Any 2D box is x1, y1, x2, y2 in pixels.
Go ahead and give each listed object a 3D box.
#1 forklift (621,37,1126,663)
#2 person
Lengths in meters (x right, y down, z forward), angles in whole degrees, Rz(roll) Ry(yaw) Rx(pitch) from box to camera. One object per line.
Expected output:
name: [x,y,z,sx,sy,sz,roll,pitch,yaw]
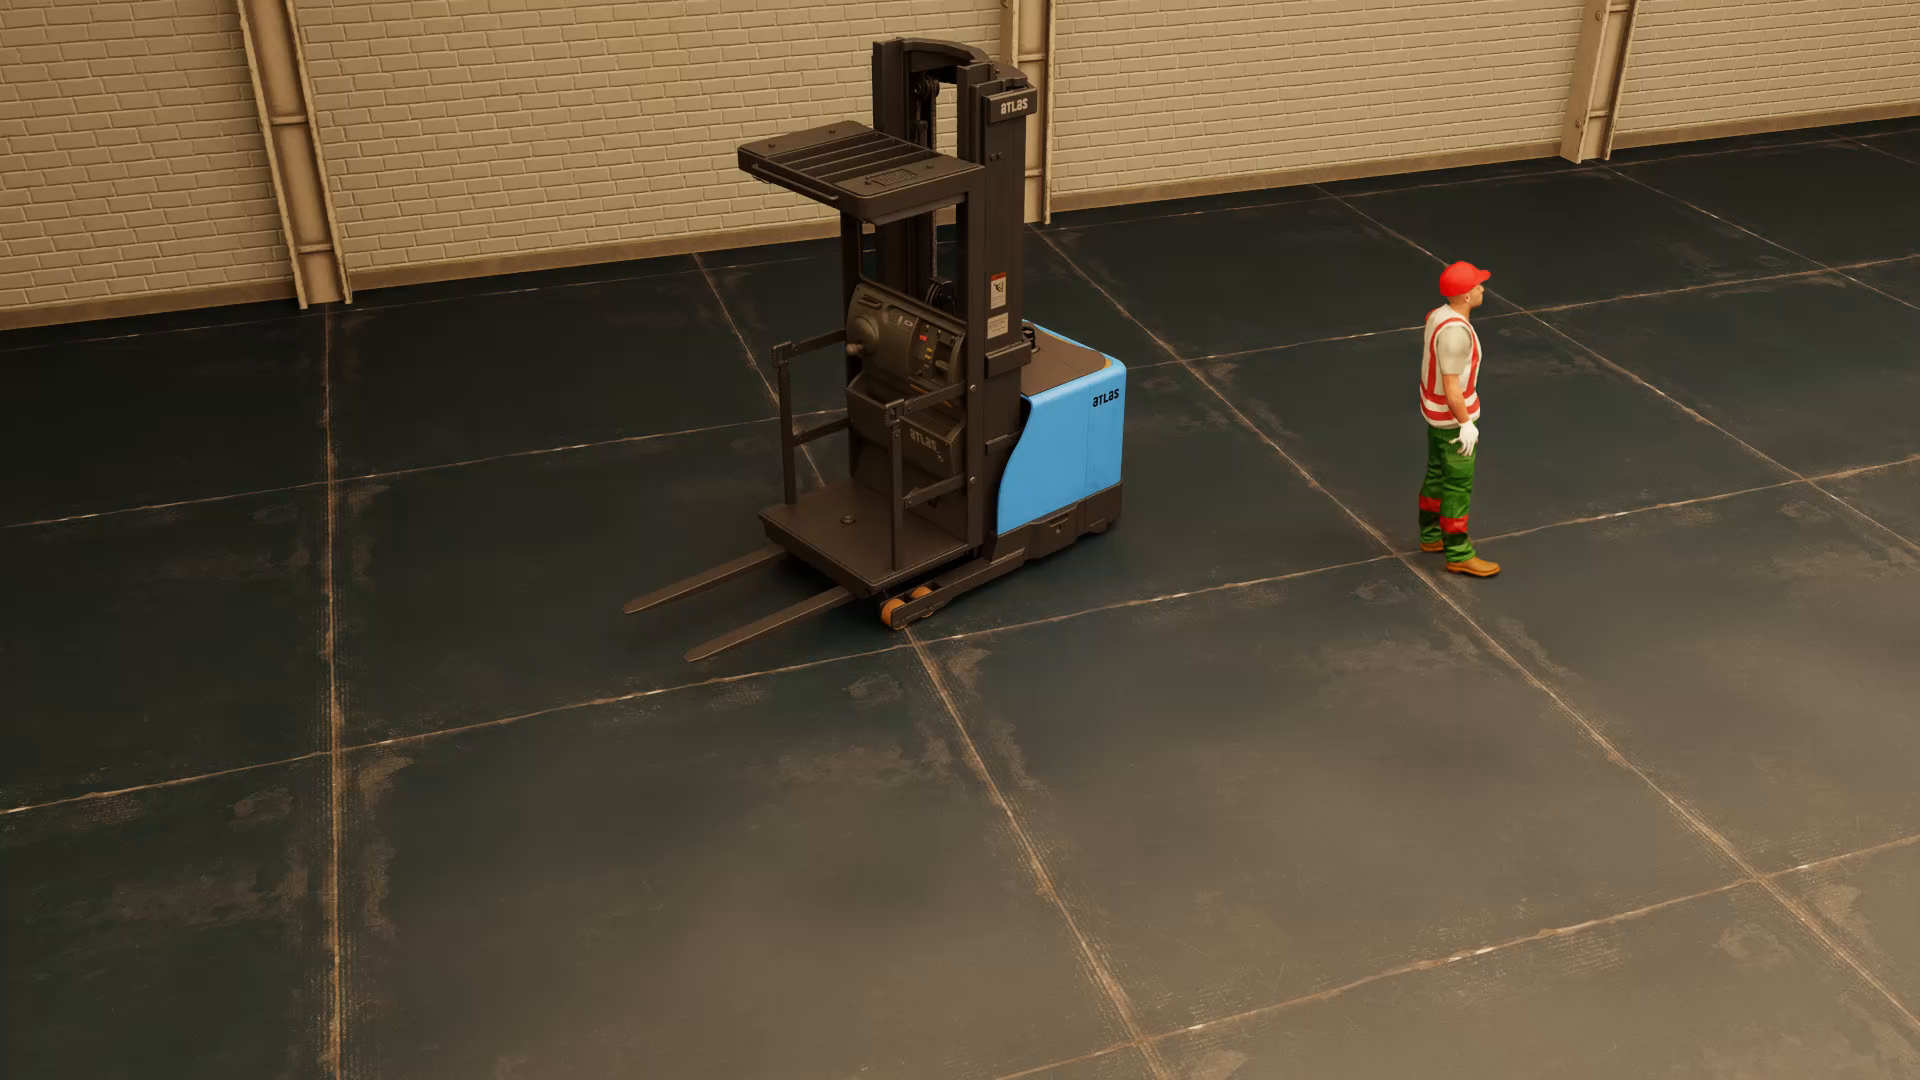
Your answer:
forklift: [-0.461,-1.072,8.951,3.031,2.935,1.130,-23,37,-34]
person: [2.870,-0.708,9.451,0.560,1.788,0.637,2,30,4]
